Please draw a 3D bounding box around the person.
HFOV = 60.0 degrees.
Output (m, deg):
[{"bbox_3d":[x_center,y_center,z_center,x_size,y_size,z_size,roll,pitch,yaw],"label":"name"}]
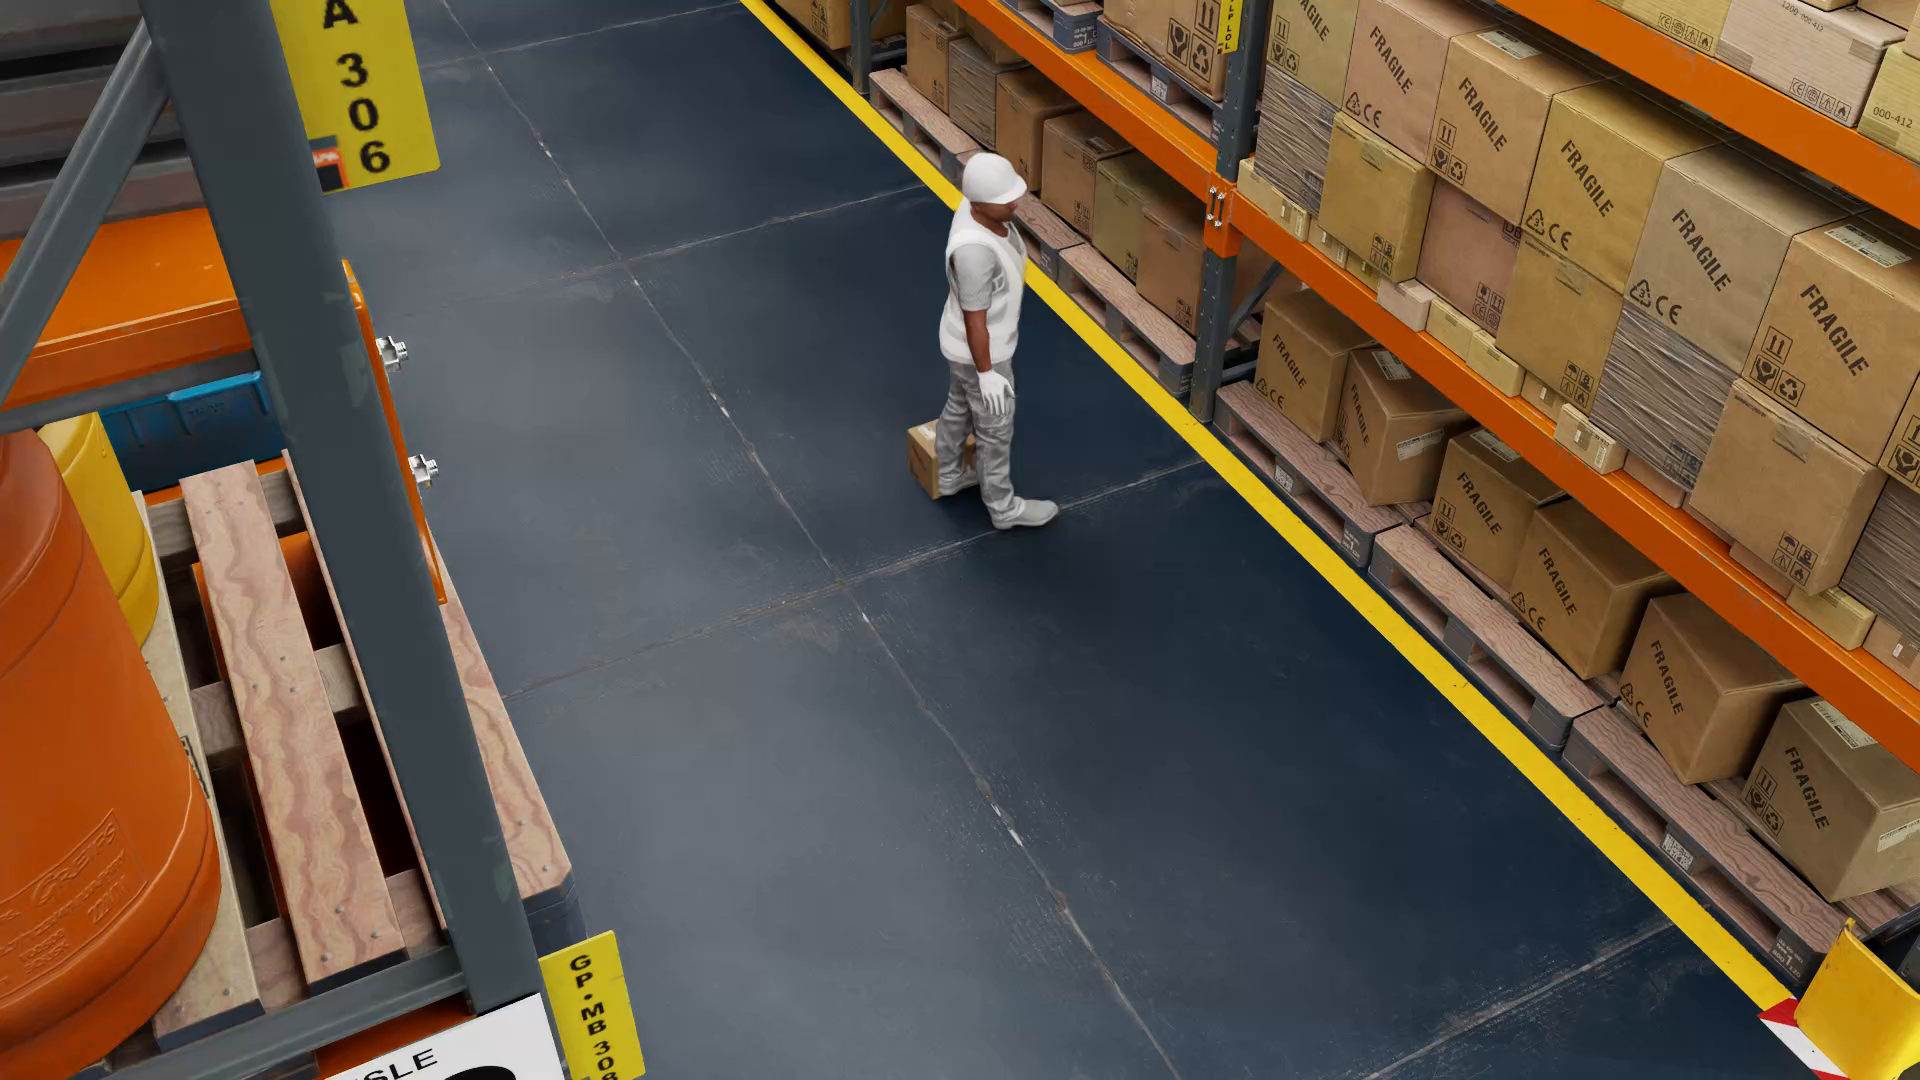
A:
[{"bbox_3d":[0.161,-0.824,7.053,0.574,1.783,0.646,0,41,0],"label":"person"}]
